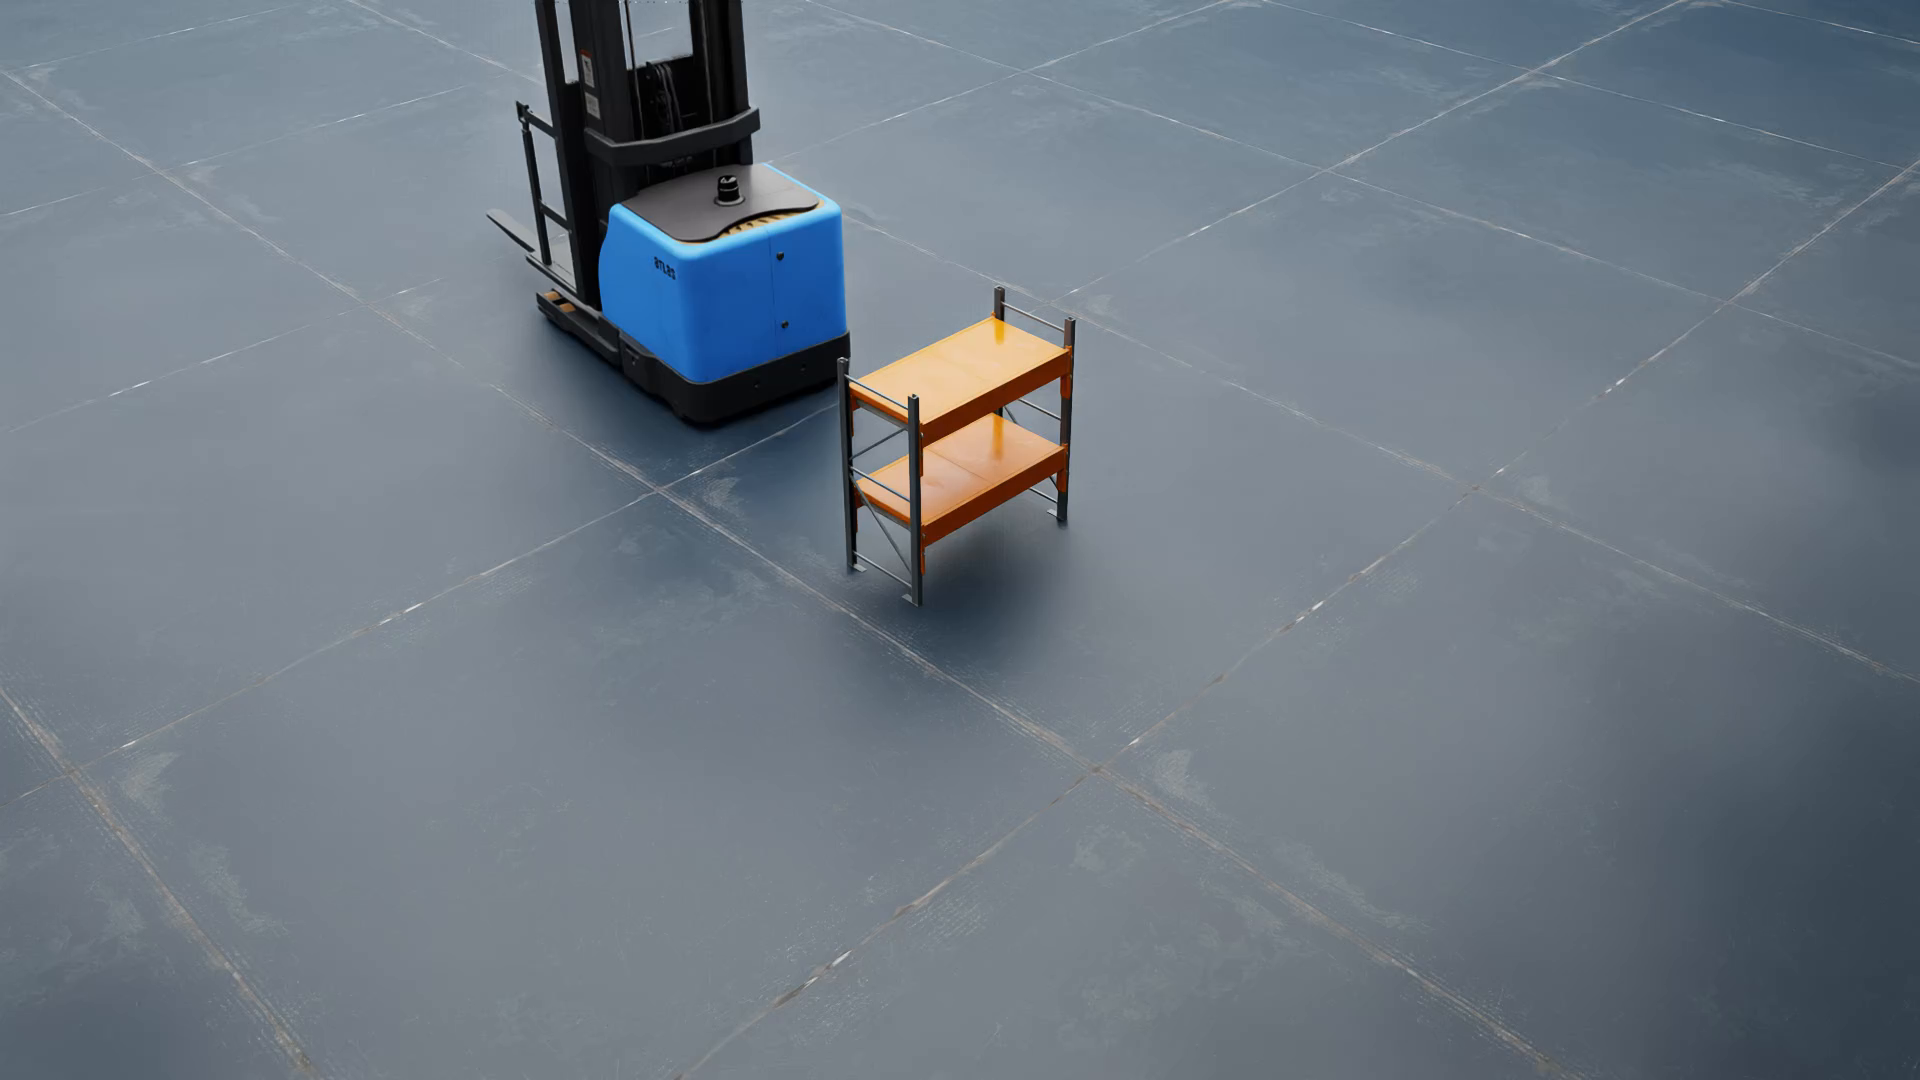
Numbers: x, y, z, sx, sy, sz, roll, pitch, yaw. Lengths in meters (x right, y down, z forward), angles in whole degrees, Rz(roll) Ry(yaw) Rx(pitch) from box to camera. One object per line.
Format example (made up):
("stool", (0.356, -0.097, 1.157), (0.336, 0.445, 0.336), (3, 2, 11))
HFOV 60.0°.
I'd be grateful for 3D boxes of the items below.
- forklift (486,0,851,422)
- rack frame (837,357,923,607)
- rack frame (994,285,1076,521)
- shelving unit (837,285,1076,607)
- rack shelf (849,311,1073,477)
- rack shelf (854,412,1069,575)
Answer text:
("forklift", (-1.931, -2.624, 9.450), (1.130, 2.935, 3.031), (-24, 42, -30))
("rack frame", (-0.363, -0.252, 7.628), (0.500, 1.125, 0.032), (30, 45, 35))
("rack frame", (0.353, -0.665, 8.220), (0.500, 1.125, 0.032), (30, 45, 35))
("shelving unit", (-0.005, -0.459, 7.924), (0.538, 1.125, 1.048), (30, 45, 35))
("rack shelf", (-0.005, -0.699, 7.757), (0.538, 0.278, 1.000), (30, 45, 35))
("rack shelf", (-0.005, -0.258, 8.064), (0.538, 0.278, 1.000), (30, 45, 35))
